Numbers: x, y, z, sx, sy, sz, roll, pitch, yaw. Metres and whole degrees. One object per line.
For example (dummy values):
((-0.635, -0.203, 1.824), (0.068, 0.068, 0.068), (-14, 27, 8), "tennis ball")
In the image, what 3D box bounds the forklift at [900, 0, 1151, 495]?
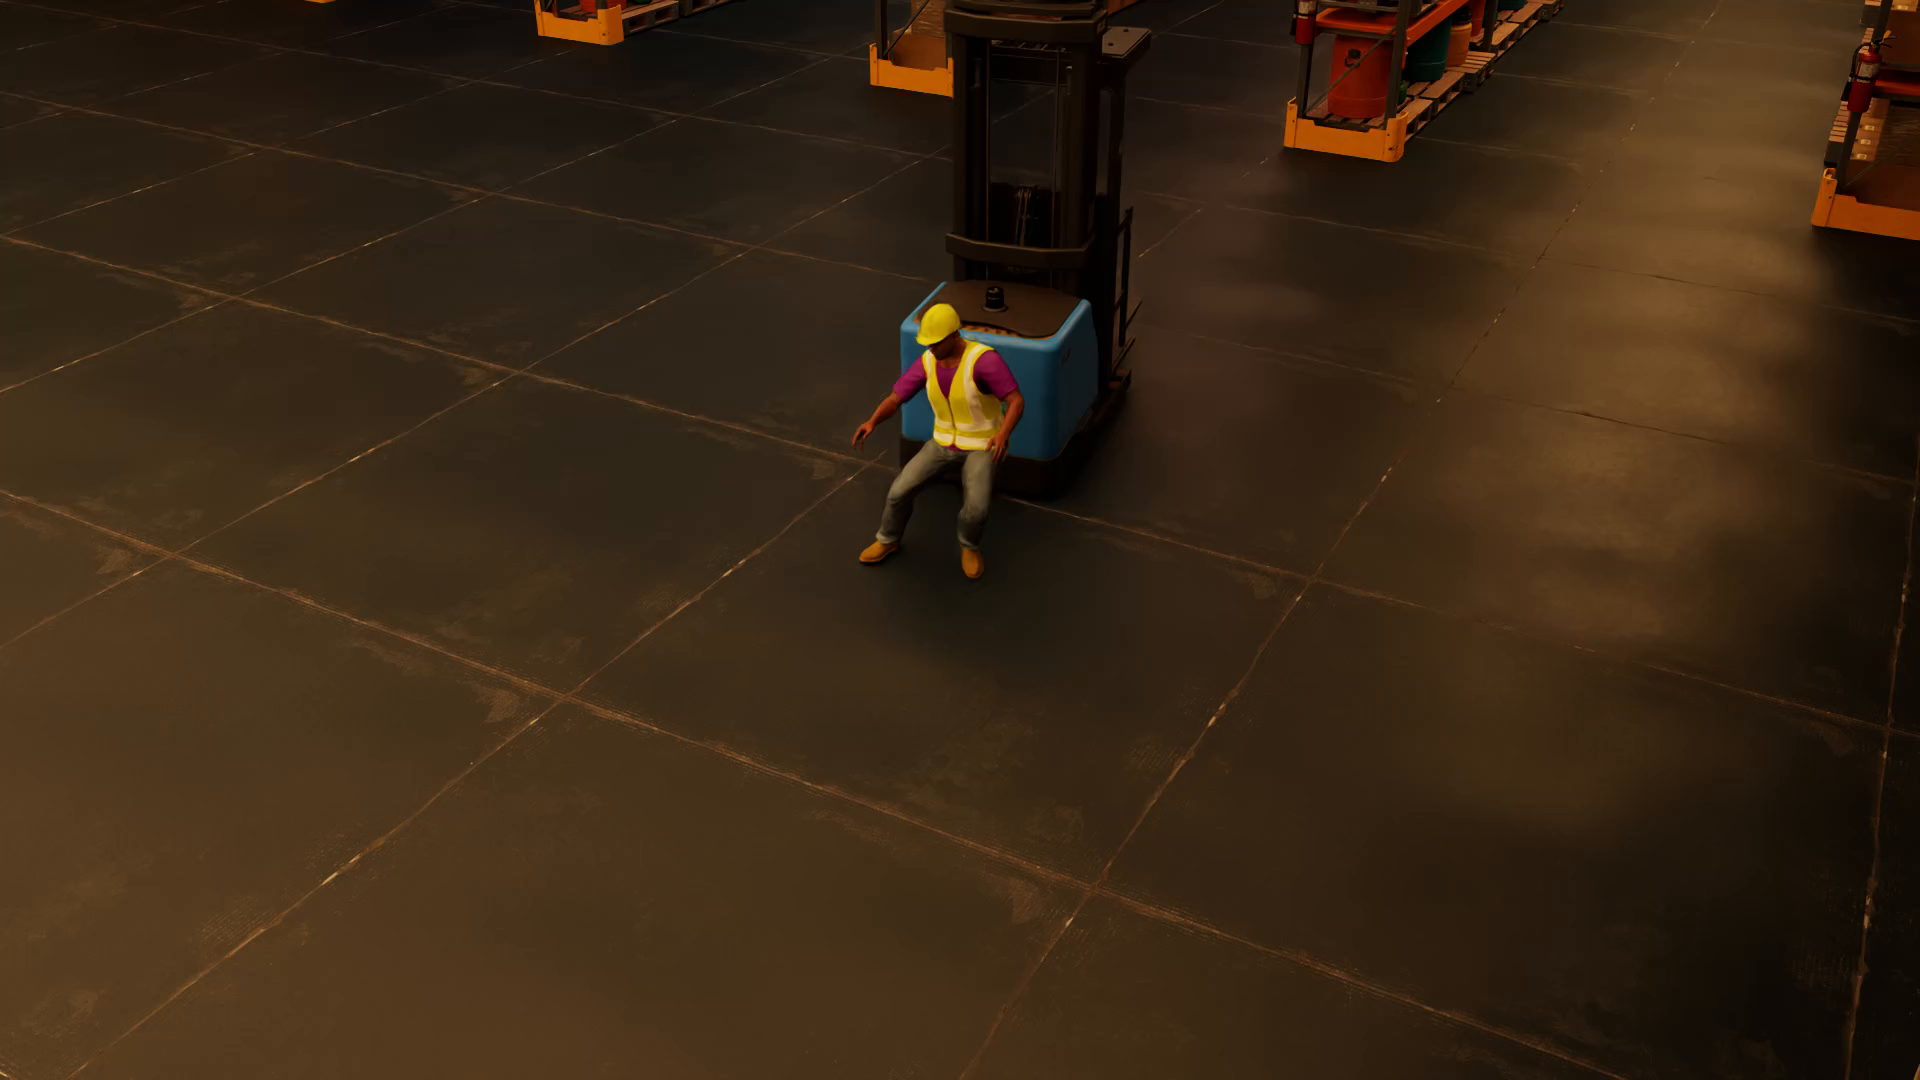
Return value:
((0.580, -2.275, 11.013), (1.130, 2.935, 3.031), (10, 31, 16), "forklift")

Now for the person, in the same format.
((-0.099, -0.517, 9.321), (0.957, 1.585, 0.761), (17, 34, 27), "person")
